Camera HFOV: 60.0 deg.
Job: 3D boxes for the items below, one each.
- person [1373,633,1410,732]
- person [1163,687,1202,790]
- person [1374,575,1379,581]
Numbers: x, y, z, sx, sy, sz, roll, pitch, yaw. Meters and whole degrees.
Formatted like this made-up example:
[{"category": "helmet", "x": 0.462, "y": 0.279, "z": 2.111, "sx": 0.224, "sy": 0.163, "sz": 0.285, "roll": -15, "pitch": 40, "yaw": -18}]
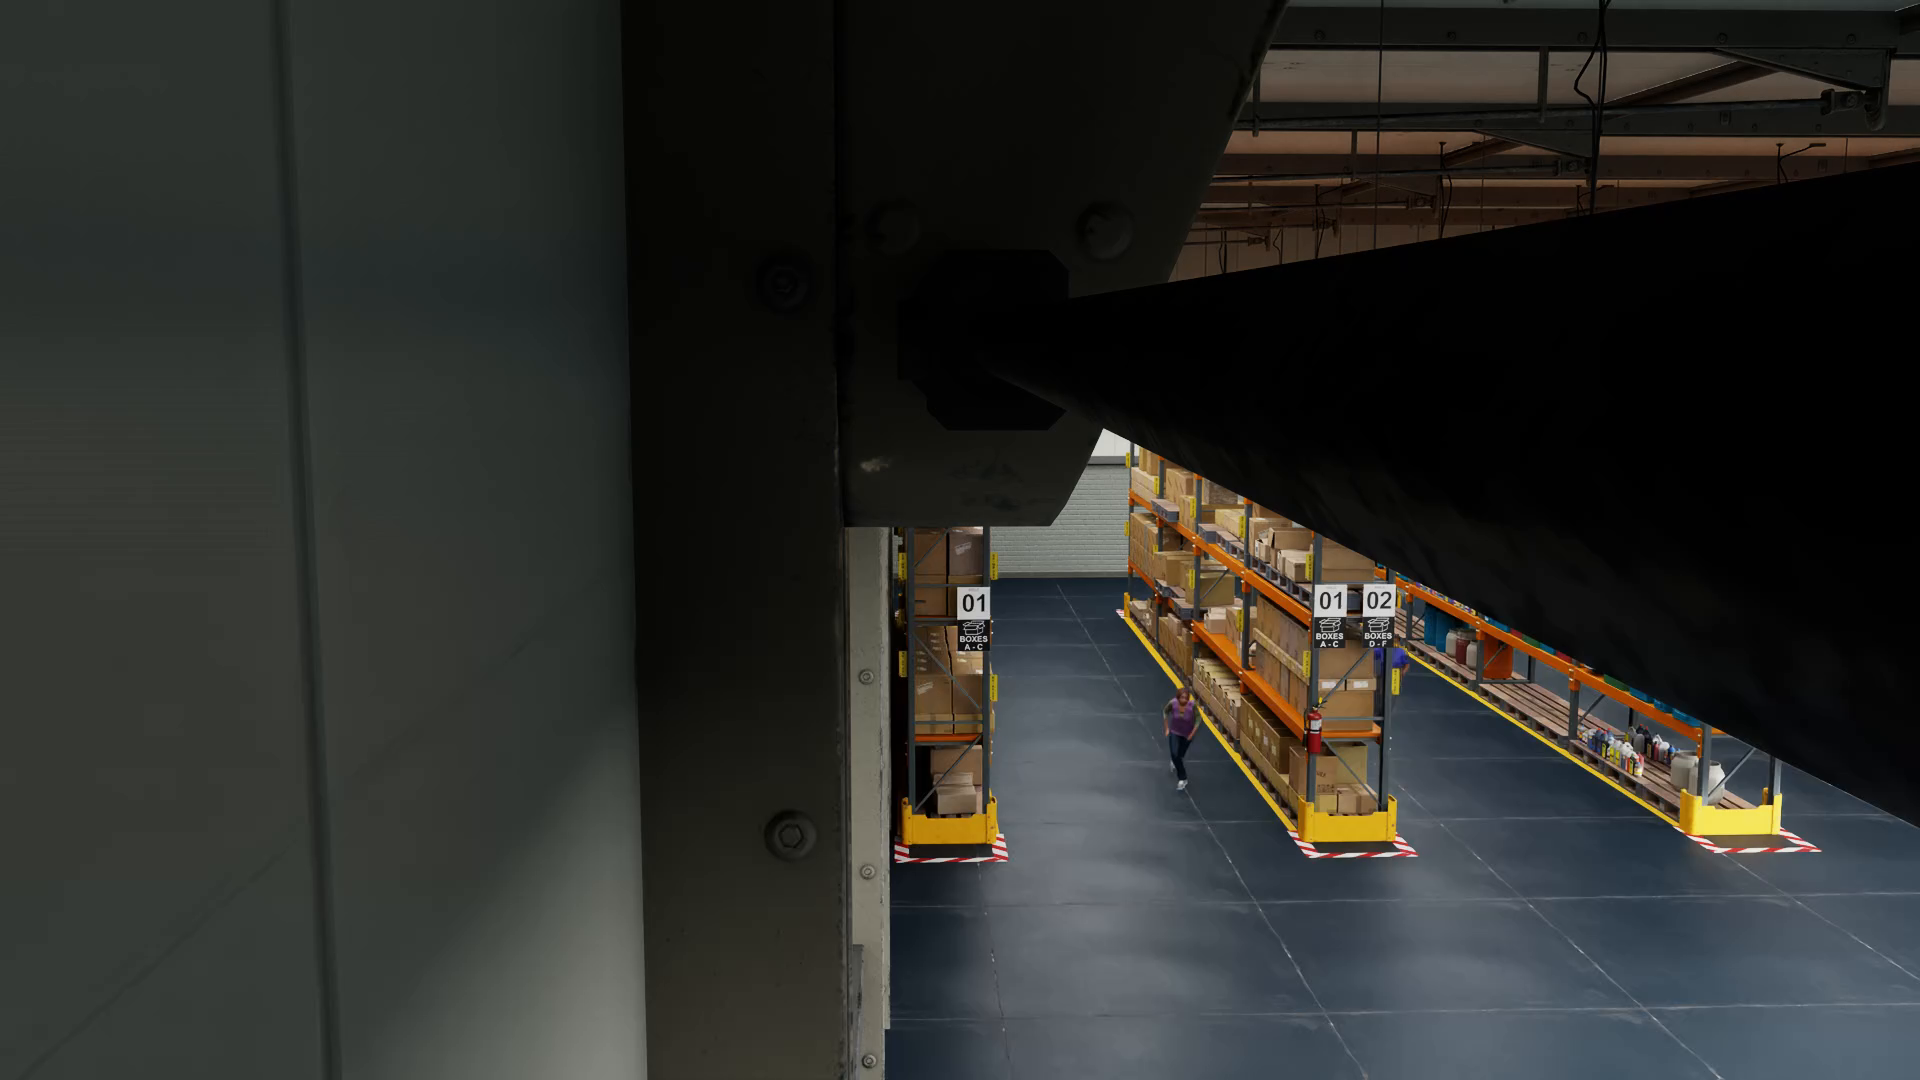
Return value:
[{"category": "person", "x": 6.643, "y": 2.247, "z": 25.637, "sx": 0.557, "sy": 1.689, "sz": 0.717, "roll": -1, "pitch": 7, "yaw": -5}, {"category": "person", "x": 3.073, "y": 2.684, "z": 23.093, "sx": 0.535, "sy": 1.459, "sz": 0.956, "roll": 1, "pitch": 7, "yaw": 4}, {"category": "person", "x": 9.274, "y": 0.605, "z": 37.907, "sx": 0.438, "sy": 1.732, "sz": 0.824, "roll": -3, "pitch": 8, "yaw": -24}]
